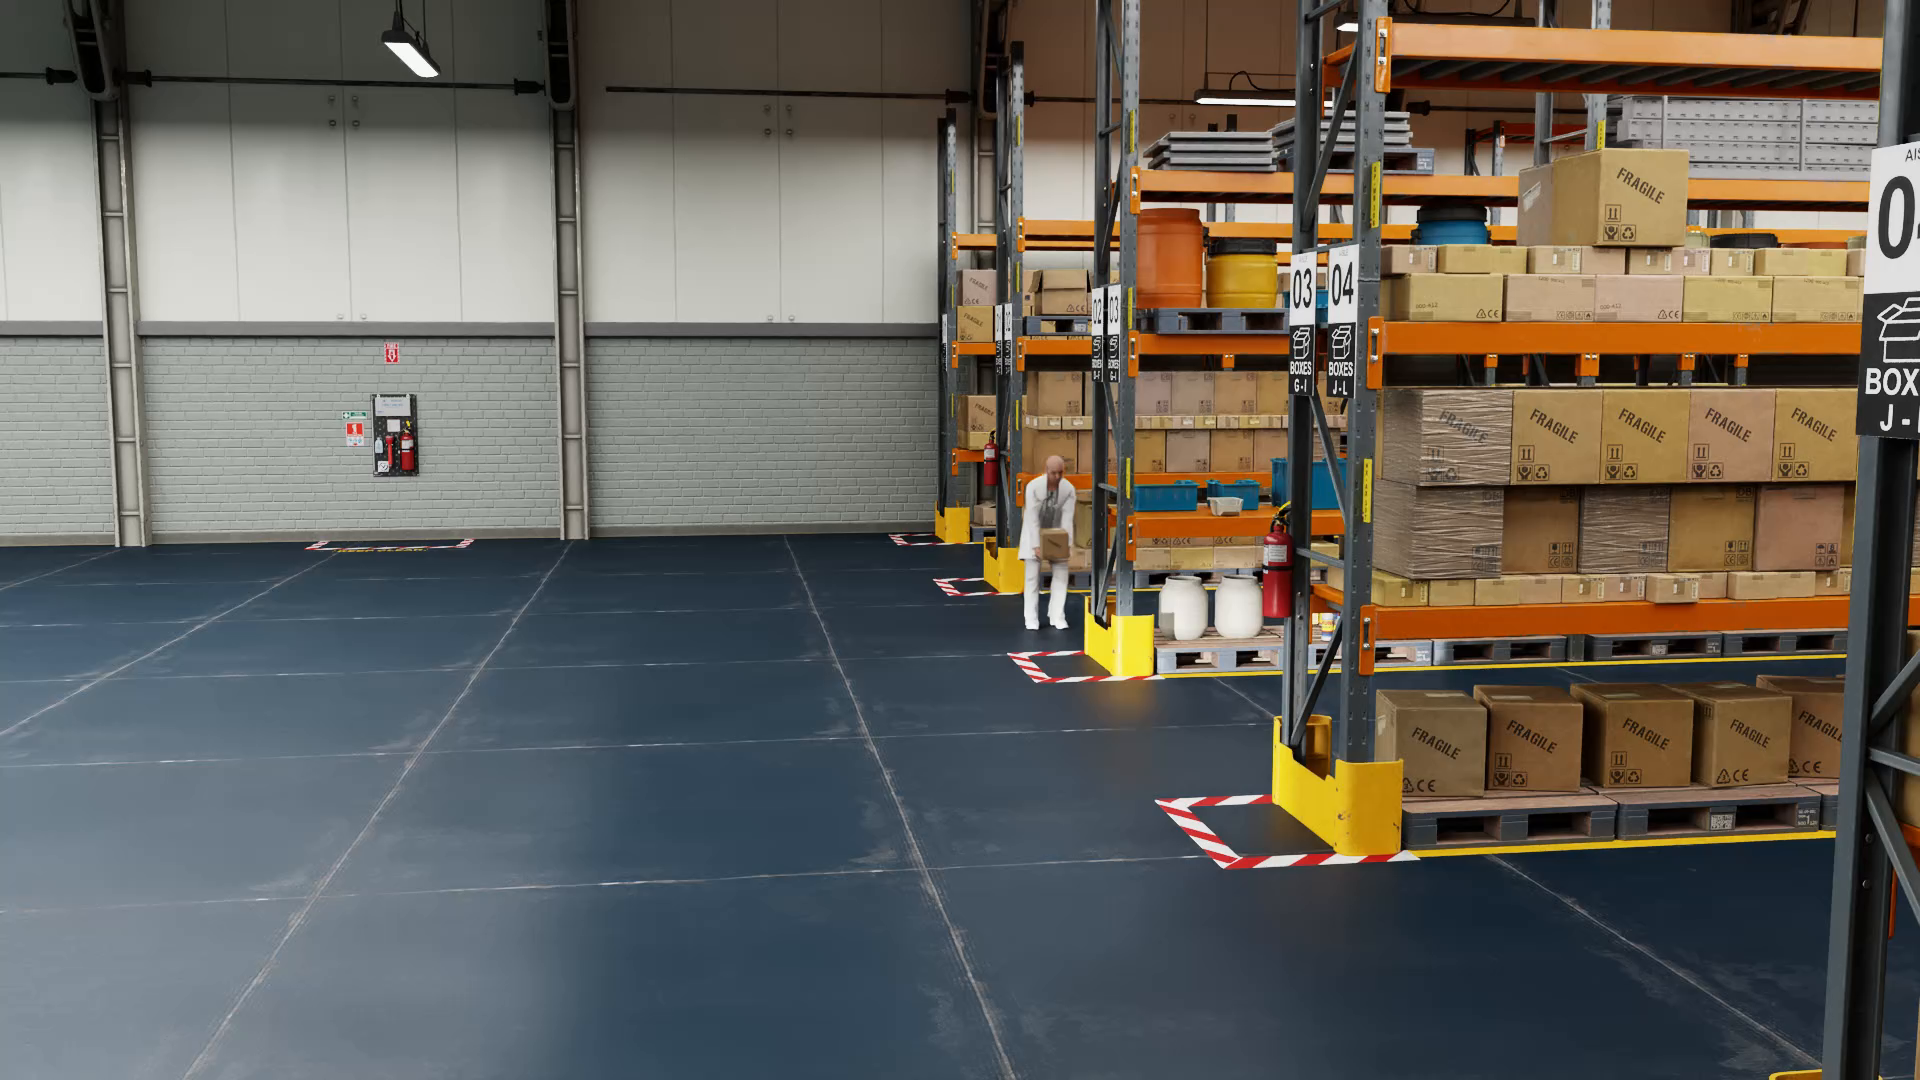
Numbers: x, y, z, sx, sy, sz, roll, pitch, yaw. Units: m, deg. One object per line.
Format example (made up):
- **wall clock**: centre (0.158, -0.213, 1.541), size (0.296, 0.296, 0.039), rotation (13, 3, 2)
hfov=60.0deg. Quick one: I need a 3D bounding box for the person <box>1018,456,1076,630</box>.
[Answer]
- **person**: centre (0.843, 0.024, 15.987), size (0.544, 1.689, 0.634), rotation (-1, 6, -10)
